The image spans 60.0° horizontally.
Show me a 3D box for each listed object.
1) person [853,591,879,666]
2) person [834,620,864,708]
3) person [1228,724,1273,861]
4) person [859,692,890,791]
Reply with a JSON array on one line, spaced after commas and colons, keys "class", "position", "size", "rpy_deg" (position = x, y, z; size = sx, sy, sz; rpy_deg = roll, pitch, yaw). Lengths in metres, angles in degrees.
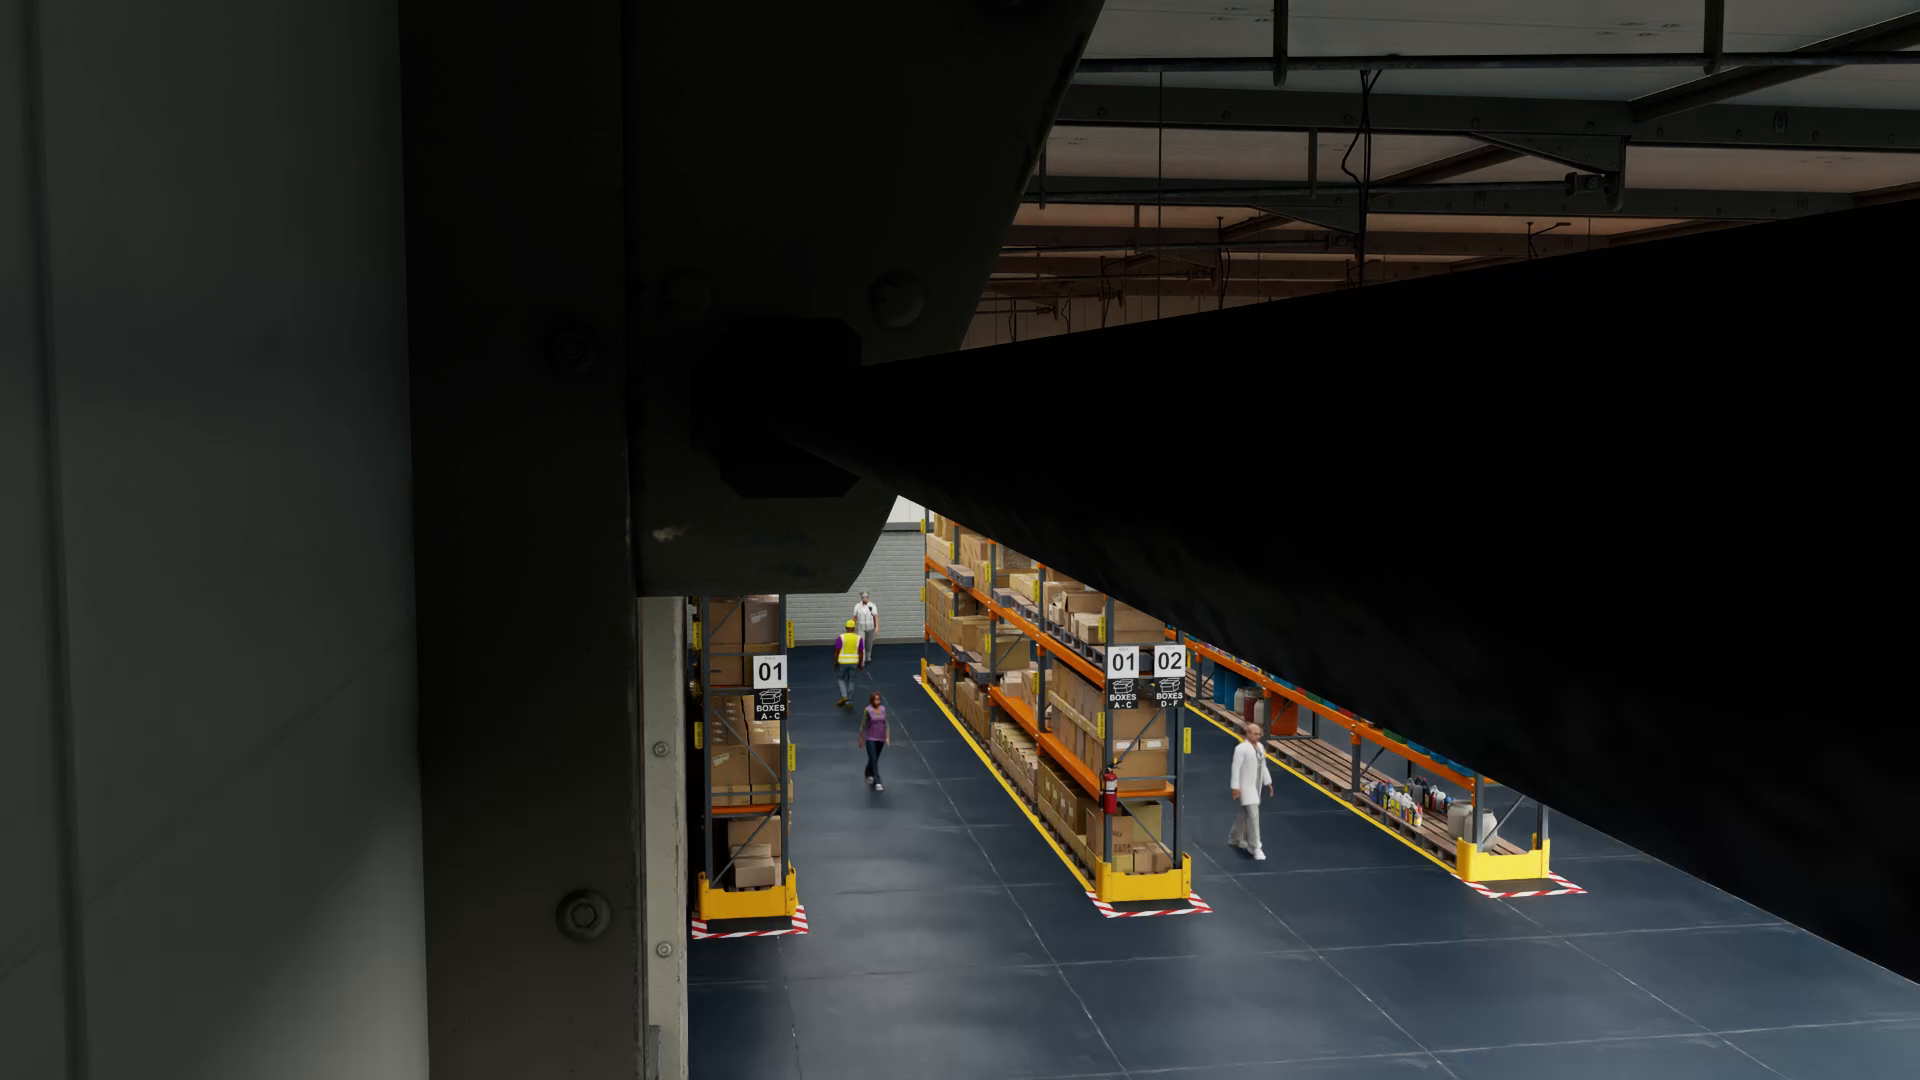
[{"class": "person", "position": [-2.207, 2.044, 38.793], "size": [0.608, 1.709, 1.084], "rpy_deg": [-1, 5, -6]}, {"class": "person", "position": [-2.238, 2.496, 33.490], "size": [0.611, 1.761, 0.478], "rpy_deg": [-1, 5, -9]}, {"class": "person", "position": [4.020, 3.445, 22.946], "size": [0.769, 1.821, 0.600], "rpy_deg": [4, 7, 40]}, {"class": "person", "position": [-1.341, 3.196, 26.604], "size": [0.454, 1.543, 0.969], "rpy_deg": [-3, 6, -33]}]
